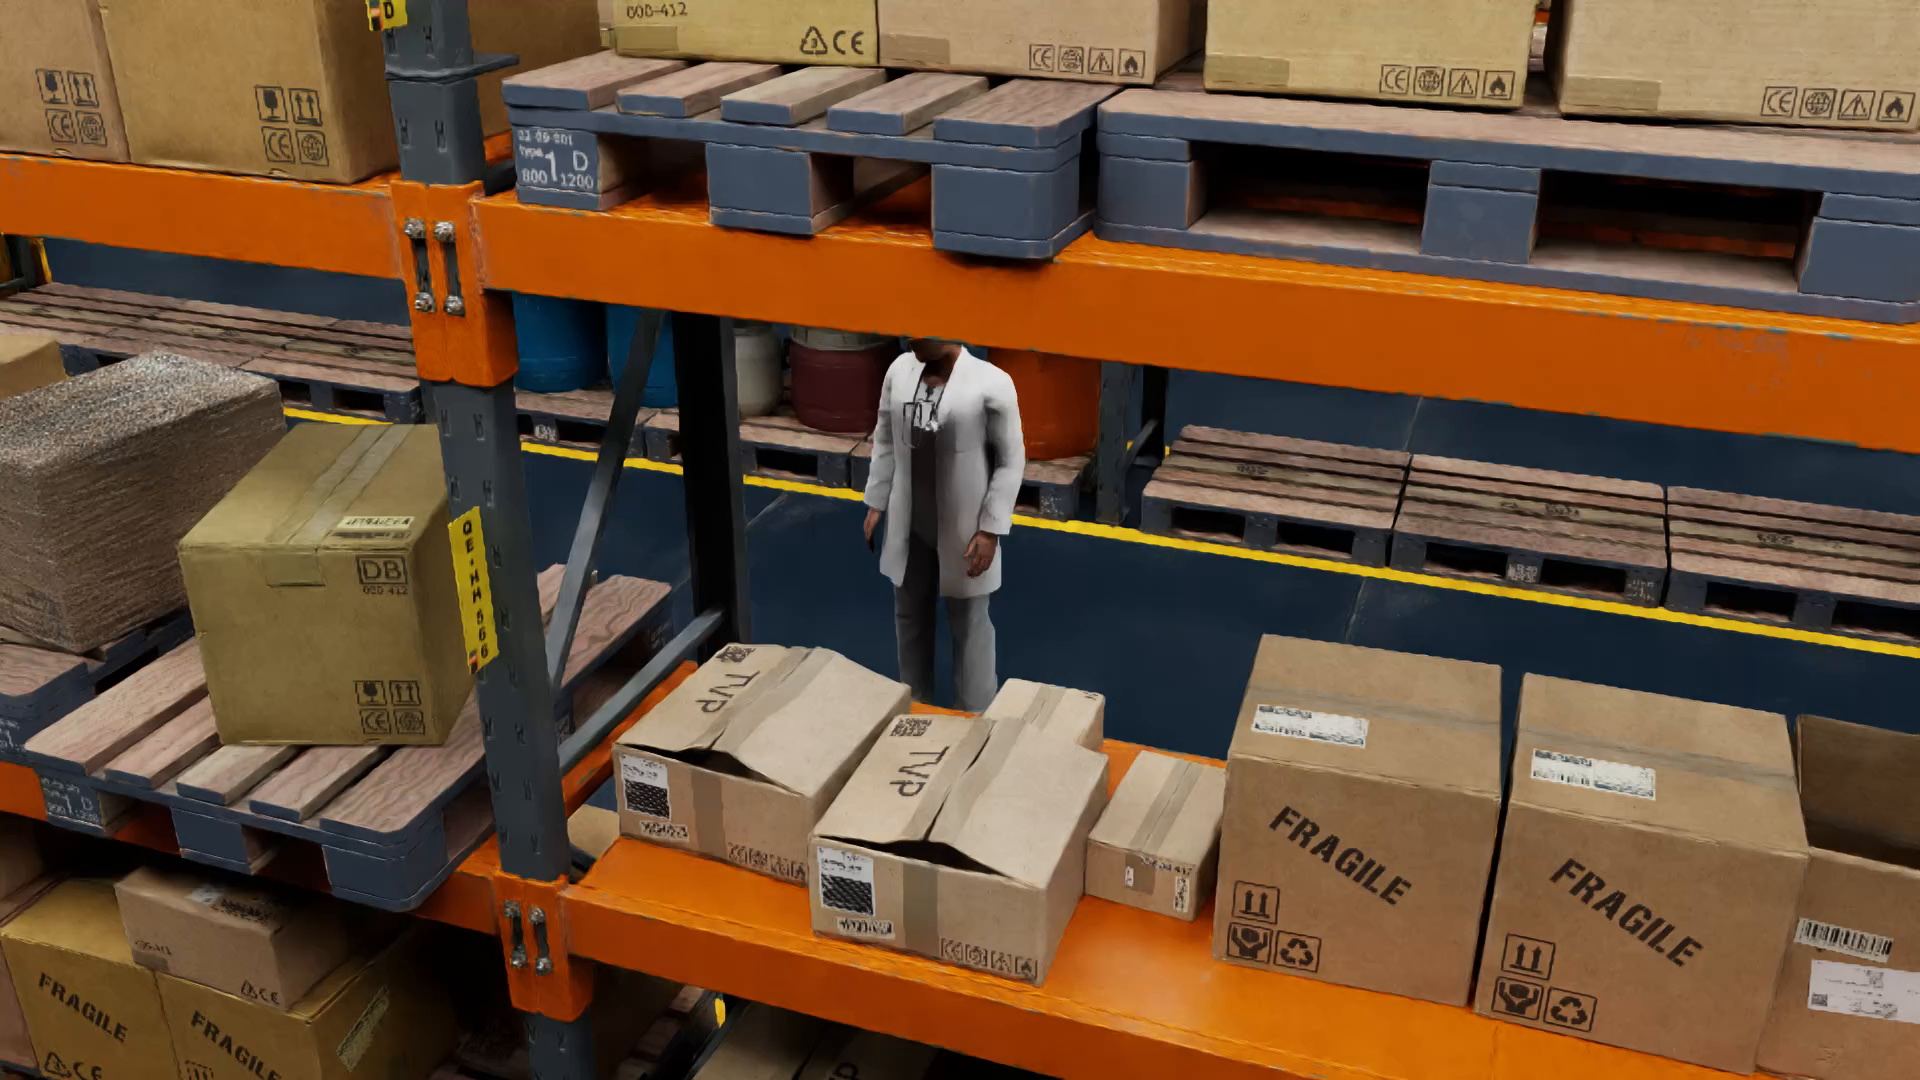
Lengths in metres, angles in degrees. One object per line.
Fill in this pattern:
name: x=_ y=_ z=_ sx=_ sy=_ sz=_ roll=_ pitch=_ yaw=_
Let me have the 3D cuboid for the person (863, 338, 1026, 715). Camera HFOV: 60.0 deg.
person: x=-0.096 y=-0.029 z=6.175 sx=0.637 sy=1.826 sz=0.433 roll=14 pitch=29 yaw=27
